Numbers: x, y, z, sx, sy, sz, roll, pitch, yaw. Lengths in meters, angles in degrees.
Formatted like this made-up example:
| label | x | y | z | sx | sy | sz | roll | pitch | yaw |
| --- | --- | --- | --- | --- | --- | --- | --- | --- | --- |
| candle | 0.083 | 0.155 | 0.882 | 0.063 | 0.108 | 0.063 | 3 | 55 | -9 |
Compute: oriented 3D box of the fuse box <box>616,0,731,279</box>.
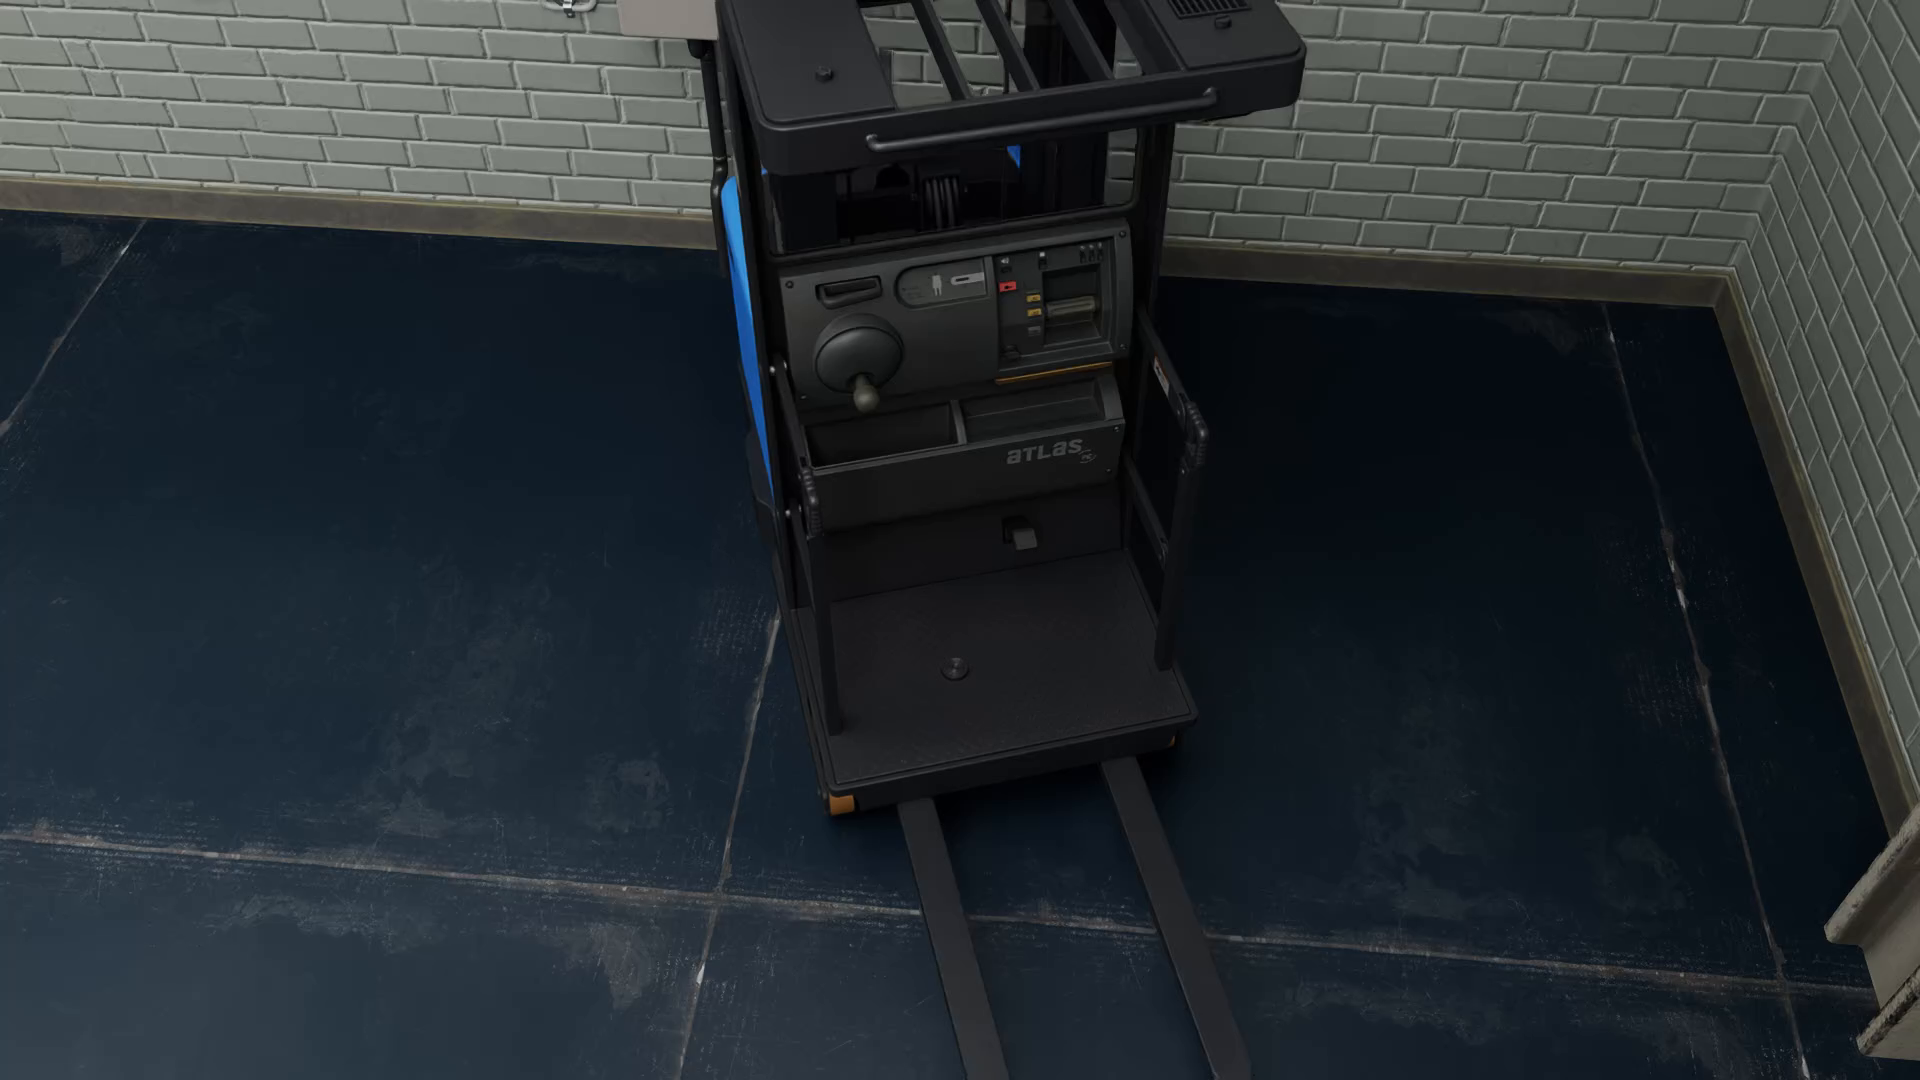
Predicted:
| label | x | y | z | sx | sy | sz | roll | pitch | yaw |
| --- | --- | --- | --- | --- | --- | --- | --- | --- | --- |
| fuse box | -0.918 | -1.632 | 6.083 | 0.539 | 1.711 | 0.414 | 4 | 48 | 4 |

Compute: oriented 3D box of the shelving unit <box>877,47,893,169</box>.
| label | x | y | z | sx | sy | sz | roll | pitch | yaw |
| --- | --- | --- | --- | --- | --- | --- | --- | --- | --- |
| shelving unit | -0.454 | -1.343 | 5.945 | 0.538 | 1.500 | 1.048 | 2 | 46 | 1 |

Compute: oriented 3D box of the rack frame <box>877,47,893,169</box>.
| label | x | y | z | sx | sy | sz | roll | pitch | yaw |
| --- | --- | --- | --- | --- | --- | --- | --- | --- | --- |
| rack frame | -0.472 | -0.977 | 5.593 | 0.500 | 1.500 | 0.032 | 2 | 46 | 1 |

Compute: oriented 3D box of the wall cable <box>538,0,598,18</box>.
| label | x | y | z | sx | sy | sz | roll | pitch | yaw |
| --- | --- | --- | --- | --- | --- | --- | --- | --- | --- |
| wall cable | -1.583 | -2.571 | 5.380 | 0.588 | 1.984 | 0.122 | 4 | 48 | 4 |

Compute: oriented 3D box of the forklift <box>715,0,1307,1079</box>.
| label | x | y | z | sx | sy | sz | roll | pitch | yaw |
| --- | --- | --- | --- | --- | --- | --- | --- | --- | --- |
| forklift | 0.055 | -0.484 | 4.206 | 1.130 | 2.935 | 3.031 | -10 | 48 | -9 |
